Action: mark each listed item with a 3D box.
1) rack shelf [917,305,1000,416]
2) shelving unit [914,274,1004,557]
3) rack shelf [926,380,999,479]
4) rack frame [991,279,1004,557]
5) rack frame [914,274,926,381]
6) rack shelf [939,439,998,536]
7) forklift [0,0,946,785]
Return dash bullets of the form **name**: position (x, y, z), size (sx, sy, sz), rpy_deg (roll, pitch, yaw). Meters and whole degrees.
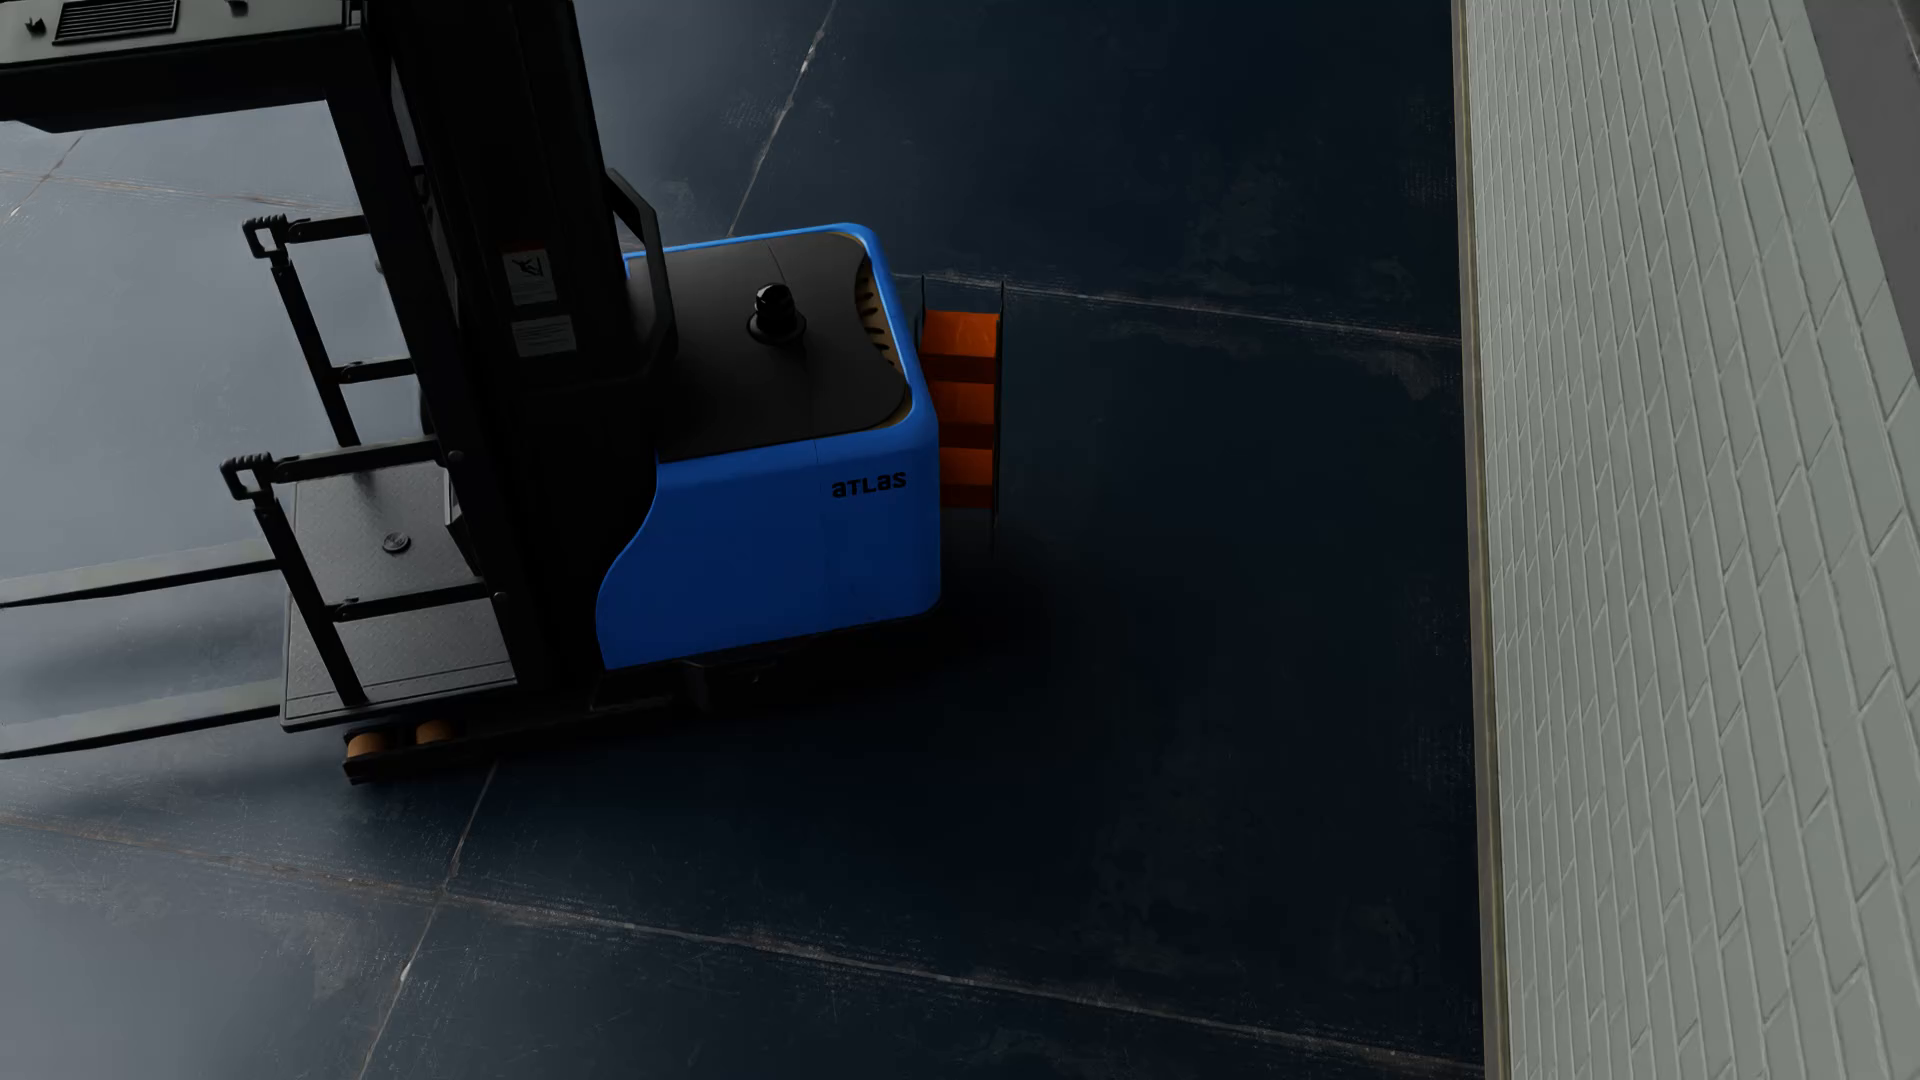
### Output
- **rack shelf**: position (-0.001, -0.559, 5.179), size (0.240, 0.259, 0.215), rpy_deg (4, 48, 4)
- **shelving unit**: position (-0.001, -0.376, 5.382), size (0.252, 1.050, 0.215), rpy_deg (4, 48, 4)
- **rack shelf**: position (-0.001, -0.369, 5.390), size (0.240, 0.259, 0.215), rpy_deg (4, 48, 4)
- **rack frame**: position (0.121, -0.368, 5.375), size (0.008, 1.050, 0.200), rpy_deg (4, 48, 4)
- **rack frame**: position (-0.122, -0.385, 5.390), size (0.008, 1.050, 0.200), rpy_deg (4, 48, 4)
- **rack shelf**: position (-0.001, -0.184, 5.597), size (0.240, 0.259, 0.215), rpy_deg (4, 48, 4)
- **forklift**: position (-1.618, -0.675, 4.386), size (3.031, 2.935, 1.130), rpy_deg (-10, 49, -9)
